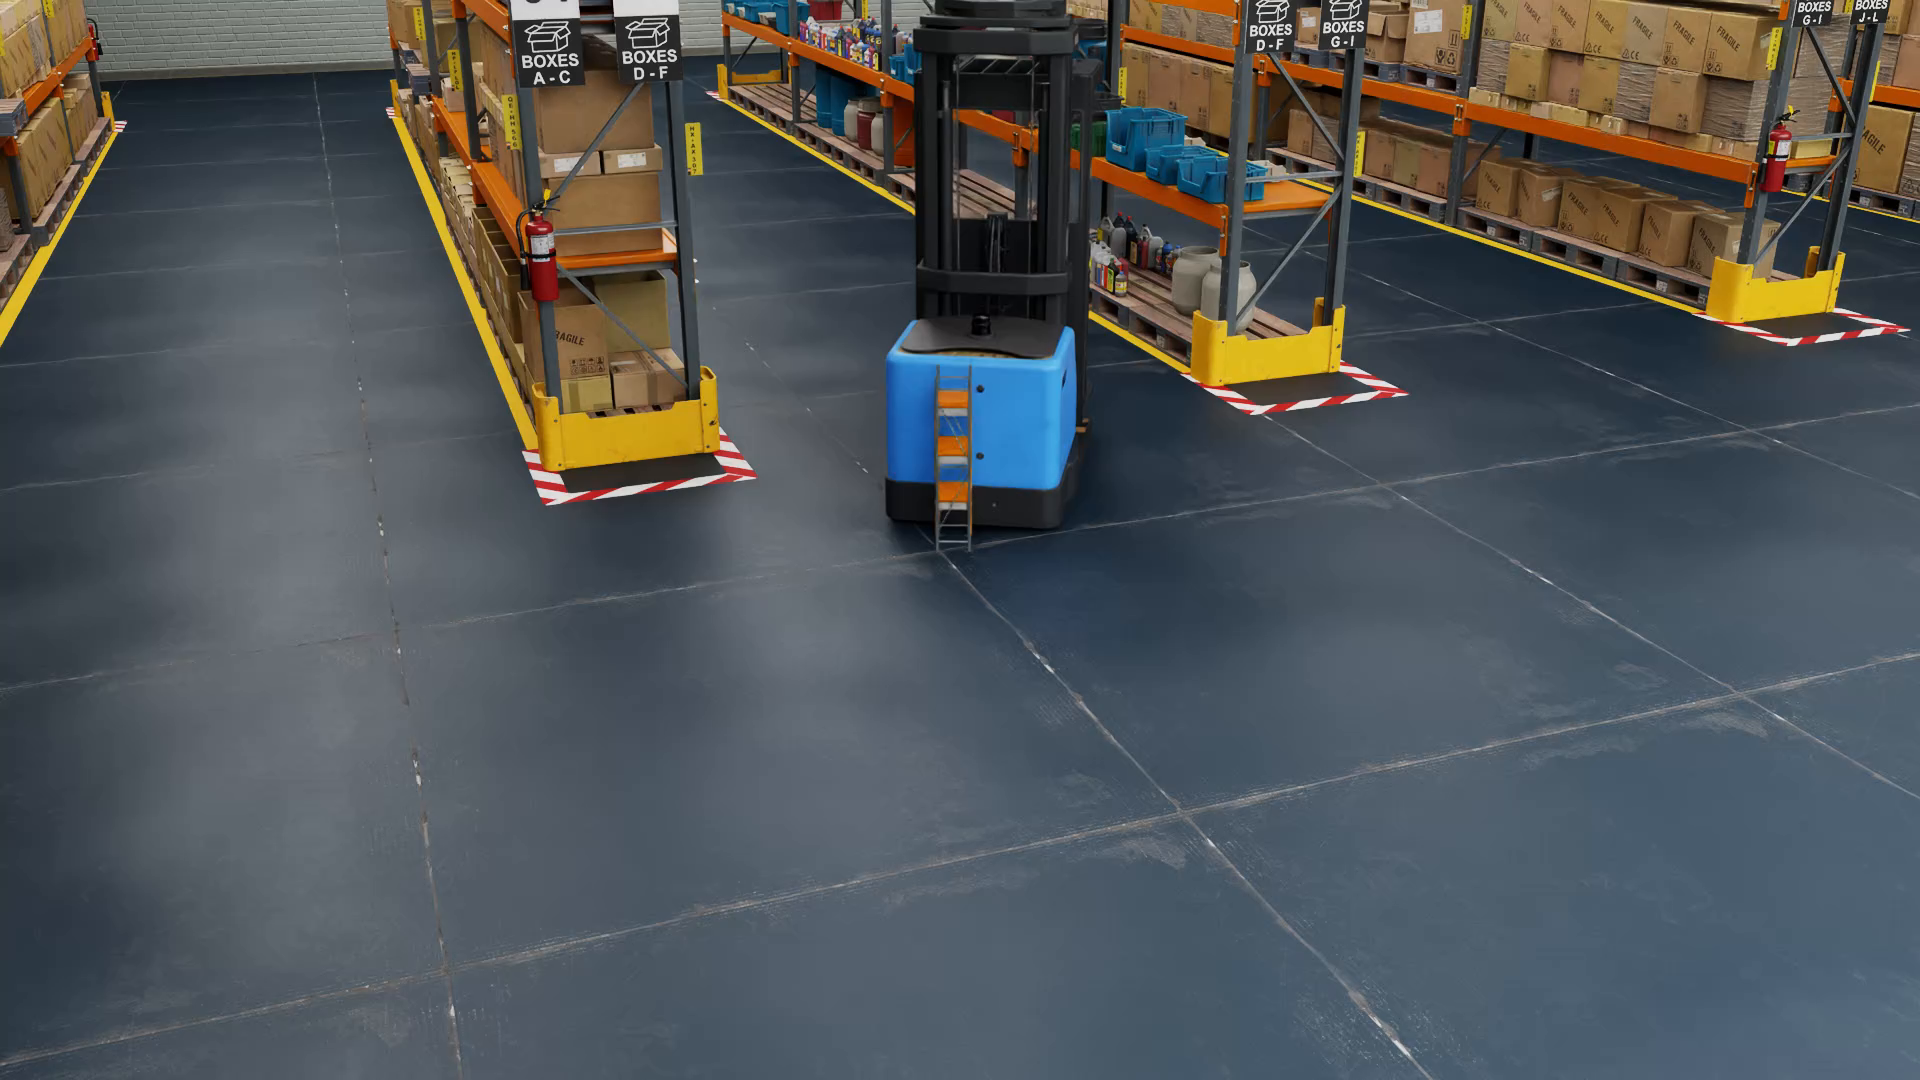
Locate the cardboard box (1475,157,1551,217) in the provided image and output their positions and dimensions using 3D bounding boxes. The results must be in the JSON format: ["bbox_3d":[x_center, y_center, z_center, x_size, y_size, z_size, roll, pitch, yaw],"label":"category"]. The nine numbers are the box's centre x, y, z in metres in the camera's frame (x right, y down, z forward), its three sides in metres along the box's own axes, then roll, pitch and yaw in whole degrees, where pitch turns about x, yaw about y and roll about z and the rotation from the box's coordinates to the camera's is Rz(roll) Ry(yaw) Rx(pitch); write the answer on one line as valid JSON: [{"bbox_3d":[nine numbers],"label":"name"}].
[{"bbox_3d":[5.746,-3.674,17.283,0.500,0.500,0.500,-9,25,-21],"label":"cardboard box"}]

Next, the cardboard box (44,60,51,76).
[{"bbox_3d":[-10.590,-5.372,18.932,0.380,0.149,0.250,-8,24,-18],"label":"cardboard box"}]

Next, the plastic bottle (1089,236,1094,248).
[{"bbox_3d":[1.123,-2.513,14.694,0.144,0.351,0.185,-9,24,-19],"label":"plastic bottle"}]

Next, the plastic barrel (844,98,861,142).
[{"bbox_3d":[-1.275,-5.383,21.322,0.421,0.512,0.421,0,23,0],"label":"plastic barrel"}]

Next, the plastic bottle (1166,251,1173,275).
[{"bbox_3d":[1.882,-2.462,14.766,0.097,0.201,0.097,0,23,0],"label":"plastic bottle"}]

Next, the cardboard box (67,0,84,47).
[{"bbox_3d":[-12.041,-6.796,21.626,0.980,0.700,0.700,-9,24,-19],"label":"cardboard box"}]

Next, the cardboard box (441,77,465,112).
[{"bbox_3d":[-4.905,-4.486,16.647,0.500,0.311,0.500,-9,24,-20],"label":"cardboard box"}]

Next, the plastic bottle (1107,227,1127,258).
[{"bbox_3d":[1.444,-2.758,15.372,0.152,0.276,0.135,-8,24,-19],"label":"plastic bottle"}]

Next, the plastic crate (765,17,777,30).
[{"bbox_3d":[-2.464,-7.281,23.441,0.437,0.125,0.590,-8,24,-19],"label":"plastic crate"}]

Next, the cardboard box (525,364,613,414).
[{"bbox_3d":[-2.679,-1.053,11.386,0.500,0.250,0.500,-8,24,-19],"label":"cardboard box"}]

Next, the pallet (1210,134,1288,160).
[{"bbox_3d":[4.022,-5.249,21.931,1.003,0.211,1.213,-8,24,-19],"label":"pallet"}]

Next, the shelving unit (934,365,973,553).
[{"bbox_3d":[-0.035,-0.458,9.485,0.215,1.050,0.252,0,23,1],"label":"shelving unit"}]

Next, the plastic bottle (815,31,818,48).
[{"bbox_3d":[-1.831,-6.484,21.529,0.097,0.201,0.097,0,23,0],"label":"plastic bottle"}]

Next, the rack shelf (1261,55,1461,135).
[{"bbox_3d":[4.936,-5.179,19.101,1.077,0.370,4.000,-8,24,-19],"label":"rack shelf"}]

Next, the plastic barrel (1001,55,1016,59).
[{"bbox_3d":[0.617,-4.811,17.127,0.433,0.535,0.433,0,23,0],"label":"plastic barrel"}]

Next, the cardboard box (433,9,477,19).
[{"bbox_3d":[-5.512,-5.690,18.720,0.700,0.500,0.500,-4,23,-9],"label":"cardboard box"}]

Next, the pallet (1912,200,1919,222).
[{"bbox_3d":[10.949,-3.411,17.572,1.003,0.211,1.213,-8,24,-19],"label":"pallet"}]

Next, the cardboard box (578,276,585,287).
[{"bbox_3d":[-2.562,-1.831,12.266,0.500,0.500,0.500,-8,24,-19],"label":"cardboard box"}]

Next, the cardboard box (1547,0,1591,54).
[{"bbox_3d":[5.918,-4.866,15.633,0.500,0.500,0.500,-8,24,-19],"label":"cardboard box"}]

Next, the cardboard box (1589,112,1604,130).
[{"bbox_3d":[6.110,-3.920,15.513,0.380,0.149,0.250,-8,24,-19],"label":"cardboard box"}]

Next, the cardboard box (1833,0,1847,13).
[{"bbox_3d":[10.138,-6.114,18.977,0.700,0.500,0.500,-9,24,-20],"label":"cardboard box"}]

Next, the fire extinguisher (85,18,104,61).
[{"bbox_3d":[-12.120,-7.015,23.112,0.296,0.674,0.183,-8,24,-19],"label":"fire extinguisher"}]

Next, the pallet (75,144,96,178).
[{"bbox_3d":[-11.281,-4.653,20.519,1.003,0.211,1.213,-8,24,-19],"label":"pallet"}]

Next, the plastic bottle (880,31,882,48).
[{"bbox_3d":[-0.939,-6.406,21.245,0.152,0.276,0.135,-8,24,-19],"label":"plastic bottle"}]

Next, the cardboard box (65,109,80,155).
[{"bbox_3d":[-11.254,-4.979,20.378,0.700,0.500,0.500,-8,24,-18],"label":"cardboard box"}]

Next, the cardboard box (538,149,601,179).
[{"bbox_3d":[-2.526,-2.430,10.689,0.380,0.149,0.250,-9,24,-20],"label":"cardboard box"}]

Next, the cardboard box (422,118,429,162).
[{"bbox_3d":[-6.141,-4.799,19.926,0.500,0.500,0.500,-8,24,-18],"label":"cardboard box"}]

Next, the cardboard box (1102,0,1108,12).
[{"bbox_3d":[2.415,-7.883,24.400,0.500,0.250,0.500,-9,24,-20],"label":"cardboard box"}]

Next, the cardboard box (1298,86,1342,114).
[{"bbox_3d":[4.494,-5.394,20.372,0.500,0.250,0.500,-7,24,-17],"label":"cardboard box"}]

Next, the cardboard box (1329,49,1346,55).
[{"bbox_3d":[4.606,-5.721,19.113,0.500,0.250,0.500,-9,24,-20],"label":"cardboard box"}]

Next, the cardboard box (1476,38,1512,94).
[{"bbox_3d":[5.744,-4.795,16.752,0.875,0.500,0.500,-8,24,-19],"label":"cardboard box"}]

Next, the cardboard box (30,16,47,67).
[{"bbox_3d":[-10.497,-5.527,18.463,0.500,0.500,0.500,-8,24,-19],"label":"cardboard box"}]

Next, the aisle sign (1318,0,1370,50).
[{"bbox_3d":[2.722,-3.862,11.705,0.394,0.787,0.004,-8,24,-19],"label":"aisle sign"}]

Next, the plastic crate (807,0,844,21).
[{"bbox_3d":[-1.898,-7.427,23.349,0.402,0.464,0.583,-8,24,-19],"label":"plastic crate"}]

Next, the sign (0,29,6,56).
[{"bbox_3d":[-9.168,-4.773,15.823,0.100,0.325,0.005,-8,24,-19],"label":"sign"}]

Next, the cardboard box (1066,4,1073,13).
[{"bbox_3d":[1.859,-8.200,25.666,0.380,0.149,0.250,-8,24,-18],"label":"cardboard box"}]

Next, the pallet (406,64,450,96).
[{"bbox_3d":[-5.344,-5.027,18.063,1.213,0.211,1.003,-8,24,-19],"label":"pallet"}]

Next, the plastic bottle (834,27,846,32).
[{"bbox_3d":[-1.541,-6.417,21.274,0.152,0.276,0.135,-8,24,-19],"label":"plastic bottle"}]

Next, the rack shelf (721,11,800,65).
[{"bbox_3d":[-2.524,-7.406,24.385,1.077,0.370,4.000,-8,24,-19],"label":"rack shelf"}]

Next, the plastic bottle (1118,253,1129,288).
[{"bbox_3d":[1.399,-2.319,14.320,0.061,0.283,0.133,-8,24,-19],"label":"plastic bottle"}]

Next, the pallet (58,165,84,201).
[{"bbox_3d":[-10.742,-4.096,19.197,1.003,0.211,1.213,-8,24,-19],"label":"pallet"}]

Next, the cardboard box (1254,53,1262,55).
[{"bbox_3d":[3.823,-6.428,21.011,0.500,0.500,0.500,-8,24,-17],"label":"cardboard box"}]

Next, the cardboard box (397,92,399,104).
[{"bbox_3d":[-8.039,-6.476,24.356,0.380,0.149,0.250,-8,24,-19],"label":"cardboard box"}]

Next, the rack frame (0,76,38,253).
[{"bbox_3d":[-9.672,-4.198,15.848,1.000,3.000,0.127,-8,24,-19],"label":"rack frame"}]

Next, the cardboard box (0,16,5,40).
[{"bbox_3d":[-9.602,-4.947,16.121,0.500,0.250,0.500,-8,24,-18],"label":"cardboard box"}]

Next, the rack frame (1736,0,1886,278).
[{"bbox_3d":[7.056,-3.330,13.789,1.000,3.000,0.127,-8,24,-19],"label":"rack frame"}]

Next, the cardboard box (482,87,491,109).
[{"bbox_3d":[-3.624,-3.555,13.359,0.380,0.149,0.250,-8,24,-18],"label":"cardboard box"}]

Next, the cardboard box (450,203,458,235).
[{"bbox_3d":[-4.761,-3.204,16.490,0.500,0.250,0.500,-9,24,-20],"label":"cardboard box"}]

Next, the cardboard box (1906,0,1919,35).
[{"bbox_3d":[10.720,-5.671,17.760,0.875,0.550,0.550,-8,24,-19],"label":"cardboard box"}]

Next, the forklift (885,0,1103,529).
[{"bbox_3d":[0.303,-1.958,10.621,1.130,2.935,3.031,4,23,9],"label":"forklift"}]

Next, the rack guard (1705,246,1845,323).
[{"bbox_3d":[7.029,-2.206,14.340,1.175,0.500,0.348,-8,24,-19],"label":"rack guard"}]

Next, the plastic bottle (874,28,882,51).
[{"bbox_3d":[-1.049,-6.379,21.190,0.097,0.271,0.097,0,23,0],"label":"plastic bottle"}]

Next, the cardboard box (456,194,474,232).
[{"bbox_3d":[-4.401,-3.088,15.492,0.500,0.311,0.500,-8,24,-19],"label":"cardboard box"}]

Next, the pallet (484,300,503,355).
[{"bbox_3d":[-3.385,-1.846,13.858,1.003,0.211,1.213,-8,24,-19],"label":"pallet"}]
